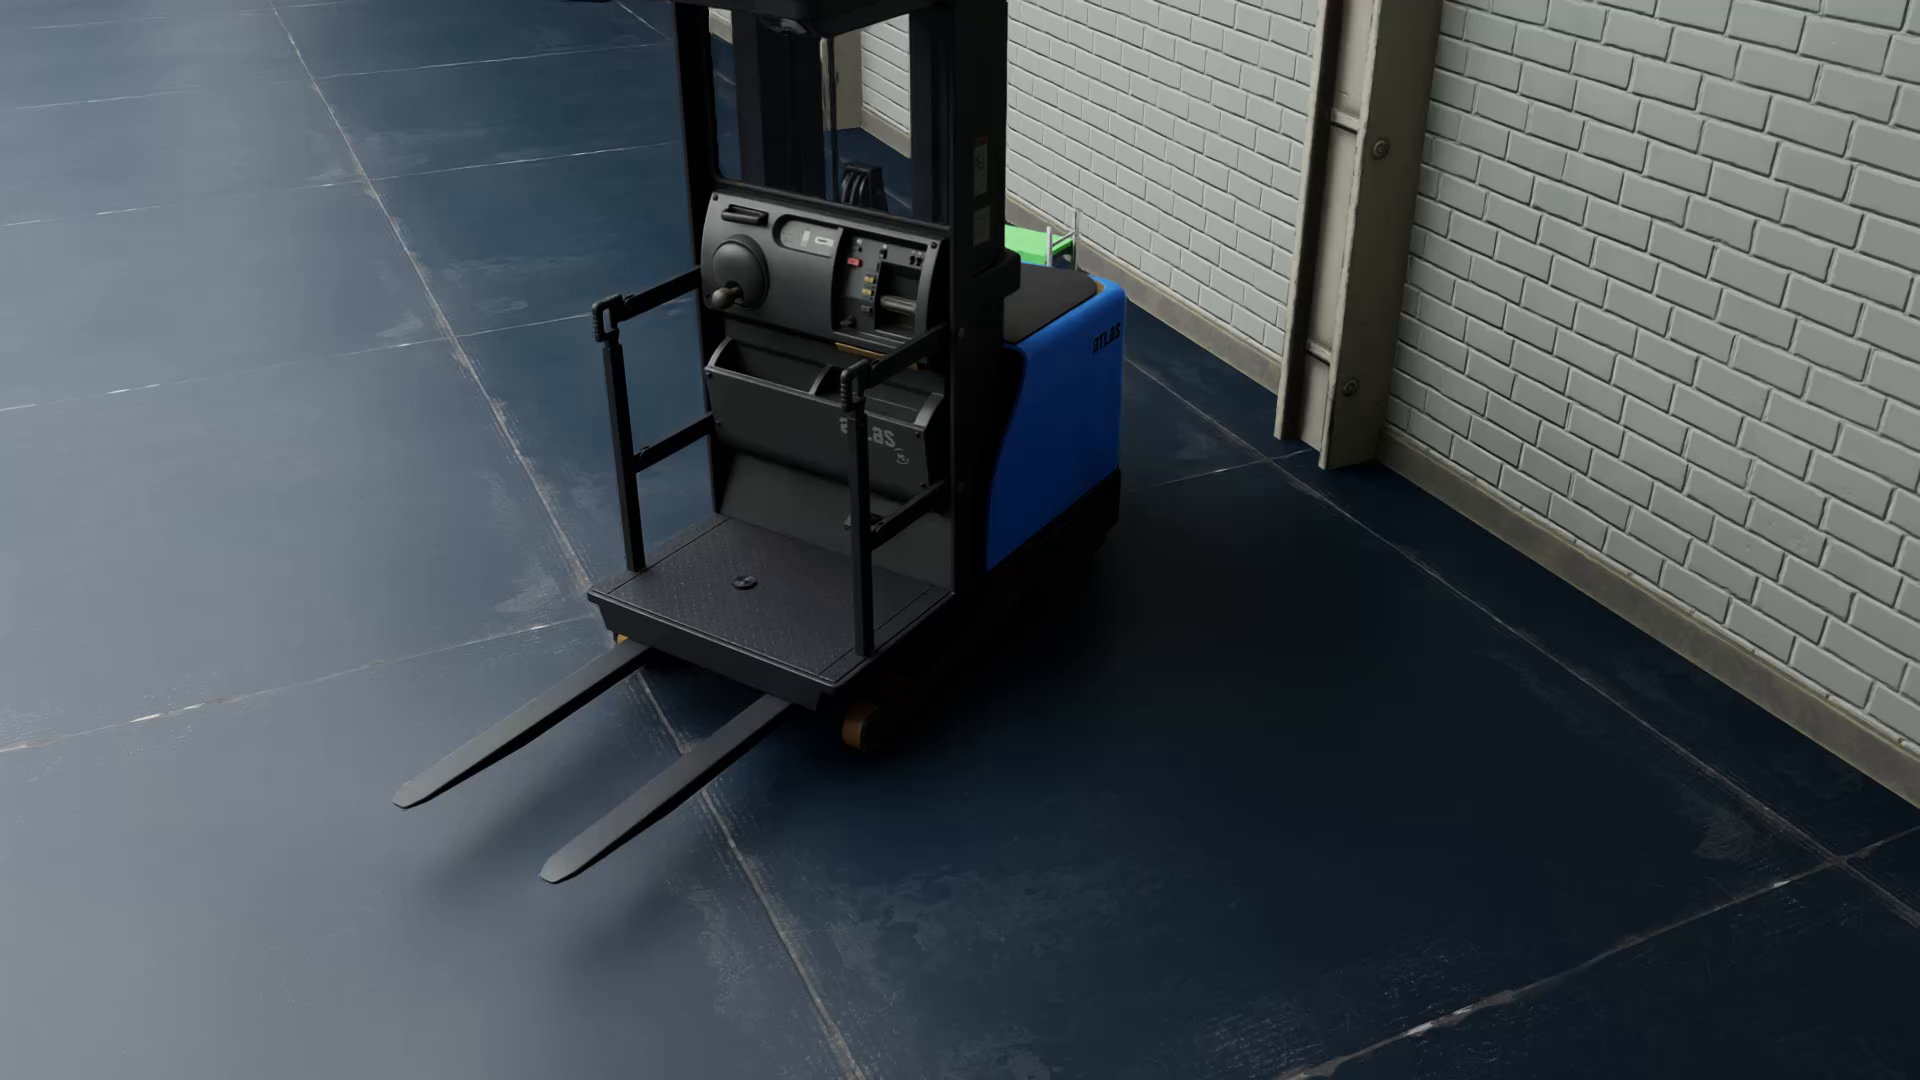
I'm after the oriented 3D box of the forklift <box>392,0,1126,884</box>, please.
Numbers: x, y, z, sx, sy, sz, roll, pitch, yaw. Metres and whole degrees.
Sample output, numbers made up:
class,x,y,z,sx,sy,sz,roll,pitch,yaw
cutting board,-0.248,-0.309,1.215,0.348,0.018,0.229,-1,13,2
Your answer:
class,x,y,z,sx,sy,sz,roll,pitch,yaw
forklift,-0.578,-0.843,5.257,1.130,2.935,3.031,18,34,28

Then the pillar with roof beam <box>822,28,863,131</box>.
class,x,y,z,sx,sy,sz,roll,pitch,yaw
pillar with roof beam,-4.808,-6.096,8.421,9.100,9.000,0.400,-13,32,-22

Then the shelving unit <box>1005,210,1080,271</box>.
class,x,y,z,sx,sy,sz,roll,pitch,yaw
shelving unit,0.203,-0.807,6.963,0.503,1.200,0.258,17,34,28

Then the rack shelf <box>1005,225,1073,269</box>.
class,x,y,z,sx,sy,sz,roll,pitch,yaw
rack shelf,0.203,-1.170,6.759,0.480,0.148,0.258,17,34,28

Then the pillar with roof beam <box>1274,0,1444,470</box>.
class,x,y,z,sx,sy,sz,roll,pitch,yaw
pillar with roof beam,-2.232,-3.446,3.694,9.100,9.000,0.400,-13,32,-22

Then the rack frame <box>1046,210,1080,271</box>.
class,x,y,z,sx,sy,sz,roll,pitch,yaw
rack frame,0.409,-0.743,6.848,0.015,1.200,0.240,17,34,28
